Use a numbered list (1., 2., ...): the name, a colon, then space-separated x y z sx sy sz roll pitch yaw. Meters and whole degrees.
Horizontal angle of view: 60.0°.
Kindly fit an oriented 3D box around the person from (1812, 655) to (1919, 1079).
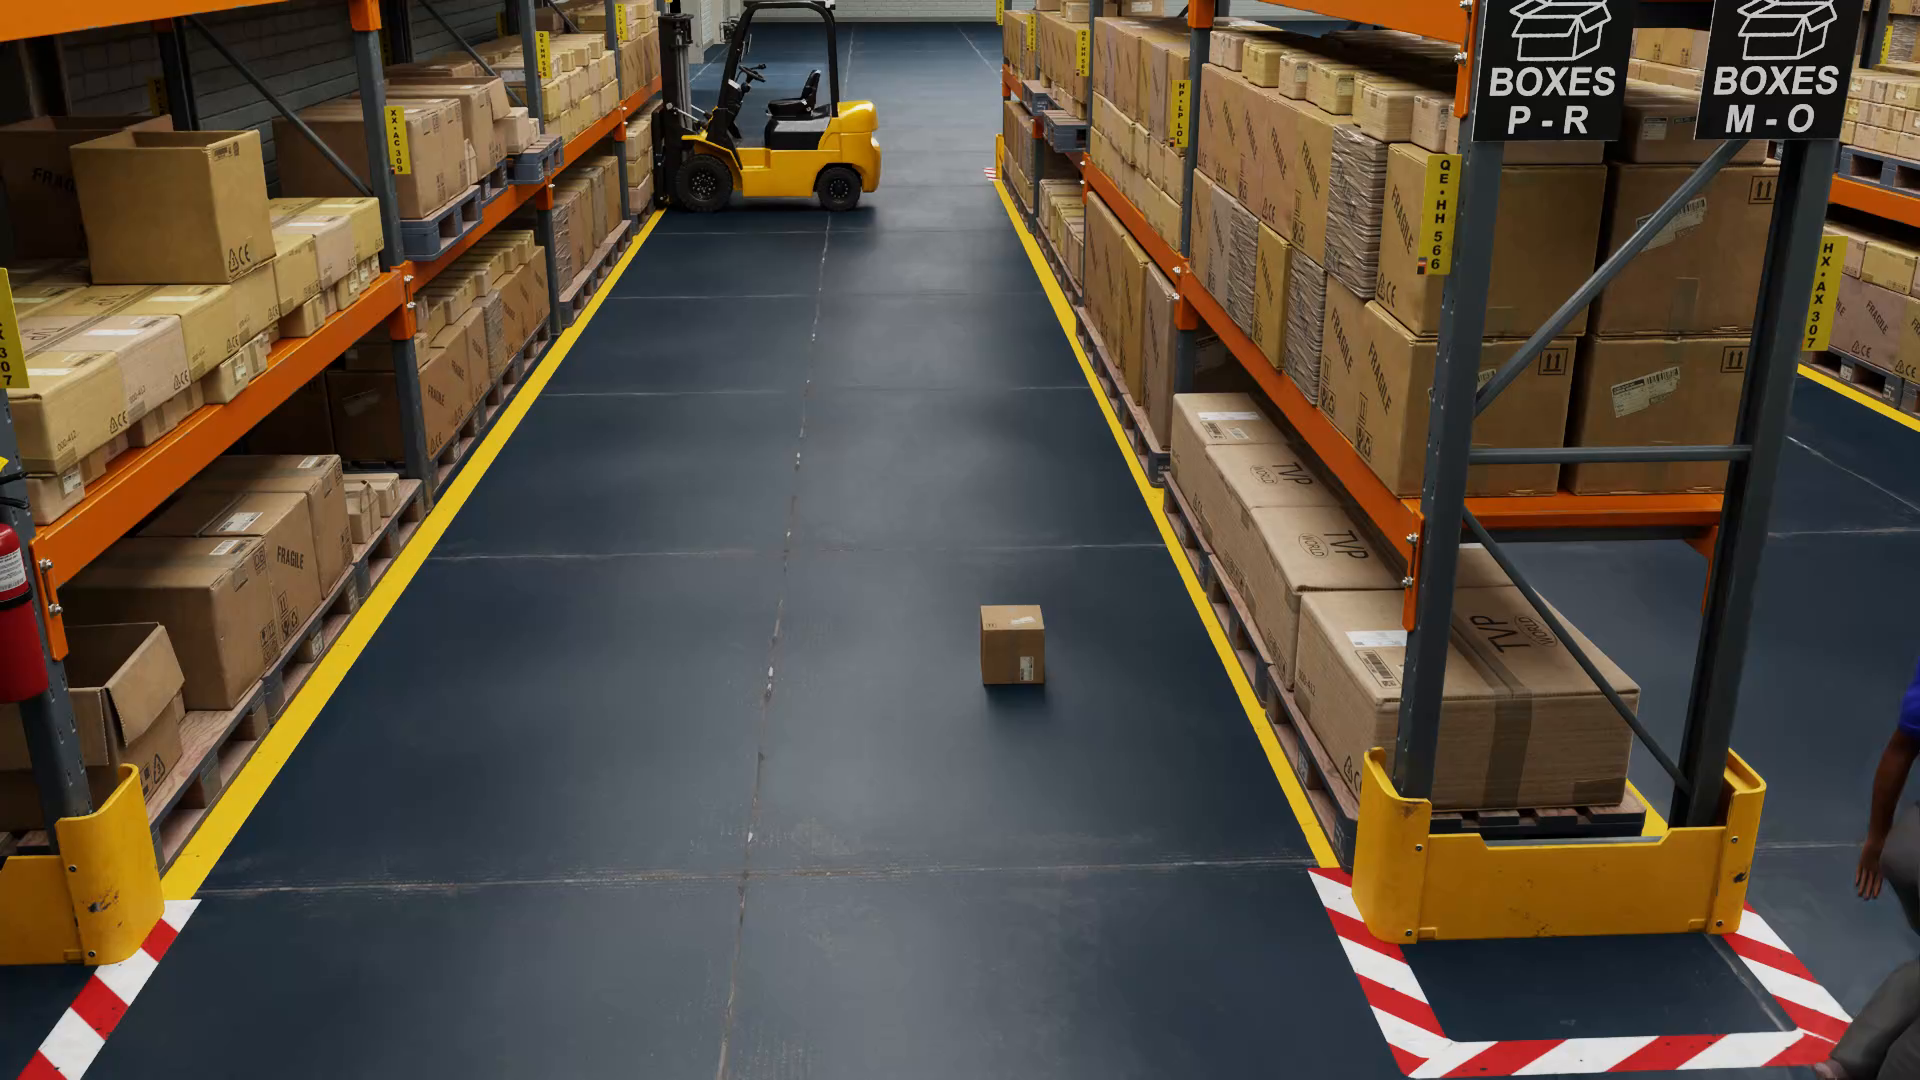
1. person: 2.391 0.805 3.915 0.424 1.677 0.452 -3 21 -7
